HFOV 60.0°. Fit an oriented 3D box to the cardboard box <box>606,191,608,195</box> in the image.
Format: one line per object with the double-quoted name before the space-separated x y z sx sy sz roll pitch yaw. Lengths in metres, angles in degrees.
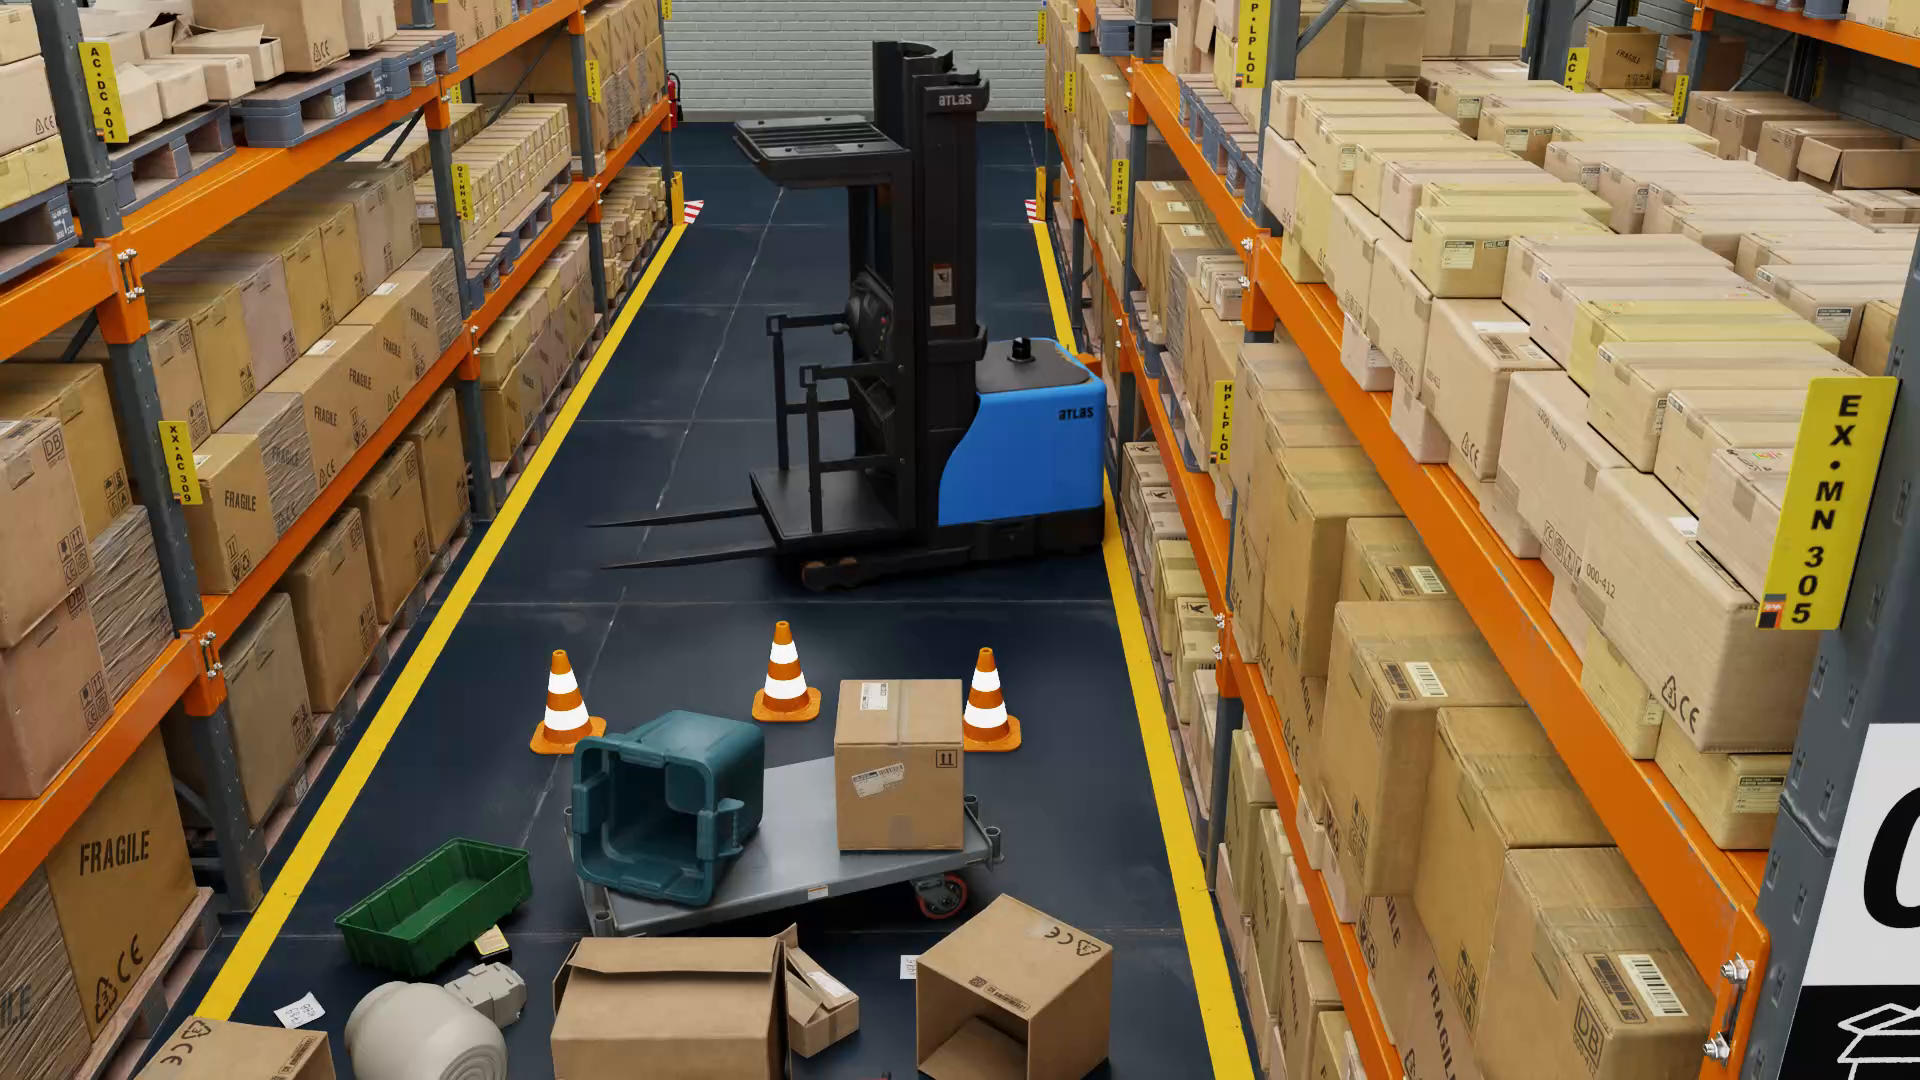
"cardboard box" -3.789 -3.603 17.165 0.380 0.149 0.250 1 24 2

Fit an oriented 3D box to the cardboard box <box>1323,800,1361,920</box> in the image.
"cardboard box" 1.314 0.712 4.553 0.500 0.500 0.500 0 24 0

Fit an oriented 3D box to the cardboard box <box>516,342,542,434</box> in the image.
"cardboard box" -3.212 -1.048 11.450 0.500 0.500 0.500 0 24 0

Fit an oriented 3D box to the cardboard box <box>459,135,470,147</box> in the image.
"cardboard box" -3.942 -2.979 12.630 0.380 0.149 0.250 0 24 1

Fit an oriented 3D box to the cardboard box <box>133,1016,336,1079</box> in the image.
"cardboard box" -2.364 1.925 5.383 0.500 0.500 0.500 4 25 9

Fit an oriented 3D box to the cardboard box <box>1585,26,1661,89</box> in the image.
"cardboard box" 6.126 -4.482 15.432 0.500 0.500 0.500 0 24 1

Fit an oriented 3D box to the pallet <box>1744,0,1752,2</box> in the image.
"pallet" 6.355 -4.244 12.581 1.213 0.211 1.003 0 24 -1

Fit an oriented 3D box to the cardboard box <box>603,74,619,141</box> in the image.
"cardboard box" -3.260 -3.734 14.384 0.500 0.500 0.500 0 24 -1

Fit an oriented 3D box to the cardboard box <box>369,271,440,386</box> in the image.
"cardboard box" -3.173 -1.151 9.034 0.500 0.500 0.500 0 24 -1

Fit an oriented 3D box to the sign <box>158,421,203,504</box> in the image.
"sign" -2.852 -0.281 6.085 0.100 0.325 0.005 0 24 -1

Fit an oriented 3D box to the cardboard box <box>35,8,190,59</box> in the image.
"cardboard box" -3.646 -2.132 7.160 0.500 0.311 0.500 -1 24 -2

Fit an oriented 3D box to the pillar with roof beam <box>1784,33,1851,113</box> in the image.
"pillar with roof beam" 3.007 -6.237 13.119 9.100 9.000 0.400 0 24 -1

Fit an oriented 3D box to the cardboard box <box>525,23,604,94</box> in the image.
"cardboard box" -3.256 -3.968 13.687 0.500 0.500 0.500 0 24 1

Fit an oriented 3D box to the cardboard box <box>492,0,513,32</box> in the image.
"cardboard box" -3.214 -3.556 10.712 0.500 0.500 0.500 0 24 -1

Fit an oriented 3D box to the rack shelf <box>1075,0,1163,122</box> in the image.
"rack shelf" 1.476 -3.423 11.410 1.077 0.370 4.000 0 24 -1

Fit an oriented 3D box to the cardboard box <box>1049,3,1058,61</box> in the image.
"cardboard box" 1.144 -4.945 16.209 0.500 0.500 0.500 -1 24 -2

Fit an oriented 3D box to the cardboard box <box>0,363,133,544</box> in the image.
"cardboard box" -3.437 -0.256 5.683 0.875 0.550 0.550 0 24 -1

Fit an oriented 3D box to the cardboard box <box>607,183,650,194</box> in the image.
"cardboard box" -3.264 -3.422 16.403 0.380 0.149 0.250 -1 24 -3

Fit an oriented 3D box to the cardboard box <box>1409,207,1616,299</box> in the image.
"cardboard box" 1.236 -0.648 3.741 0.380 0.149 0.250 0 24 1

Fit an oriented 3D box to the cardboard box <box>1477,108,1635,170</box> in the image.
"cardboard box" 1.756 -1.183 4.922 0.380 0.149 0.250 0 24 1

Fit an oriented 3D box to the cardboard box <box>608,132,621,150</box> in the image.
"cardboard box" -3.237 -3.580 14.829 0.380 0.149 0.250 0 24 0

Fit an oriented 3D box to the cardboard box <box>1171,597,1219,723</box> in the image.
"cardboard box" 1.522 0.582 8.002 0.950 0.372 0.625 1 24 3

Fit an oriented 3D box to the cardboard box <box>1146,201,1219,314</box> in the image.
"cardboard box" 1.284 -1.531 9.003 0.500 0.500 0.500 1 24 2

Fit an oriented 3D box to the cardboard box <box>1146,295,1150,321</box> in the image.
"cardboard box" 1.242 -1.272 9.218 0.380 0.149 0.250 -2 24 -4

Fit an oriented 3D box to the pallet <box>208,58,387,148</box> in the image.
"pallet" -3.375 -2.050 7.733 1.003 0.211 1.213 1 24 2

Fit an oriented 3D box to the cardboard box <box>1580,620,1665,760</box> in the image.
"cardboard box" 1.266 0.237 2.752 0.380 0.149 0.250 0 24 0

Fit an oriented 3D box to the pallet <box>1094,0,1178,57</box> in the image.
"pallet" 1.438 -3.105 10.065 1.213 0.211 1.003 1 24 2

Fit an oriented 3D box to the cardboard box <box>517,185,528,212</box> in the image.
"cardboard box" -3.272 -2.411 11.737 0.380 0.149 0.250 -1 24 -2

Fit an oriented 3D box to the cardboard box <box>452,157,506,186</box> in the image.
"cardboard box" -3.273 -2.467 11.139 0.380 0.149 0.250 1 24 2

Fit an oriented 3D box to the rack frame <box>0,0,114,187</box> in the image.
"rack frame" -3.407 -2.581 5.036 1.000 3.000 0.127 0 24 -1

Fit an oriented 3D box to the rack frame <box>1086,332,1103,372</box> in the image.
"rack frame" 0.865 -0.816 10.771 0.008 1.050 0.200 -11 24 -23

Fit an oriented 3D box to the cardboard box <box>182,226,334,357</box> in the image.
"cardboard box" -3.435 -1.181 7.887 0.700 0.500 0.500 0 24 -1

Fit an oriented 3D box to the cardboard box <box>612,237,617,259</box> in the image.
"cardboard box" -3.310 -2.638 15.032 0.380 0.149 0.250 -1 24 -3

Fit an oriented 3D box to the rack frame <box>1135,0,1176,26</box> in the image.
"rack frame" 1.498 -4.293 8.822 1.000 3.000 0.127 0 24 -1

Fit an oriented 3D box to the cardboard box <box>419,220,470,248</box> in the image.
"cardboard box" -3.255 -1.908 10.263 0.380 0.149 0.250 1 24 2

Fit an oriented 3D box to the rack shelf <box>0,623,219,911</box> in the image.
"rack shelf" -3.385 1.305 4.599 1.077 0.370 4.000 0 24 -1

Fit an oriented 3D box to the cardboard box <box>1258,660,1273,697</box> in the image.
"cardboard box" 1.279 0.438 5.946 0.380 0.149 0.250 0 24 1

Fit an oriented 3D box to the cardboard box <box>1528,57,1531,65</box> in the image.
"cardboard box" 6.110 -4.759 16.953 0.500 0.250 0.500 0 24 0

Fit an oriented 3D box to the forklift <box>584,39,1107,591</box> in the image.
"forklift" -0.701 -1.283 9.530 3.031 2.935 1.130 -7 25 -15

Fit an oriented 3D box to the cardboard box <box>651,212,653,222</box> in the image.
"cardboard box" -3.303 -3.254 16.754 0.380 0.149 0.250 0 24 -1

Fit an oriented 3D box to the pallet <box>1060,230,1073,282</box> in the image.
"pallet" 1.508 -2.755 16.085 1.003 0.211 1.213 0 24 -1

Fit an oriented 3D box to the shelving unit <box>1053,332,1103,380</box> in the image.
"shelving unit" 0.754 -0.795 10.725 0.252 1.050 0.215 -11 24 -23

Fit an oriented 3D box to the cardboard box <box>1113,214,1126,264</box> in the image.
"cardboard box" 1.239 -1.917 10.425 0.500 0.250 0.500 0 24 -1

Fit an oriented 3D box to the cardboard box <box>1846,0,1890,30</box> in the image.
"cardboard box" 6.201 -3.505 10.903 0.500 0.250 0.500 0 24 -1

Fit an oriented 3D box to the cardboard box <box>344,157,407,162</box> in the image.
"cardboard box" -3.921 -2.464 11.132 0.380 0.149 0.250 0 24 -1

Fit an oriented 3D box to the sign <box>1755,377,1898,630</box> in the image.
"sign" 1.030 -0.039 1.982 0.100 0.325 0.005 0 24 -1

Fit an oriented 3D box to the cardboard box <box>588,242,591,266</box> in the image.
"cardboard box" -3.291 -2.450 14.256 0.380 0.149 0.250 1 24 2

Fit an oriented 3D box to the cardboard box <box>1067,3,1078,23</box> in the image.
"cardboard box" 1.164 -4.758 15.009 0.380 0.149 0.250 0 24 -1

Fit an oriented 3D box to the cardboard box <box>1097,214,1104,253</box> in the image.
"cardboard box" 1.222 -2.116 11.471 0.500 0.250 0.500 0 24 -1

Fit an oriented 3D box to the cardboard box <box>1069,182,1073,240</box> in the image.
"cardboard box" 1.536 -3.231 16.354 0.875 0.438 0.875 0 24 1

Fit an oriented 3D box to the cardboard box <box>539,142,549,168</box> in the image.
"cardboard box" -3.281 -2.870 12.389 0.380 0.149 0.250 -1 24 -2

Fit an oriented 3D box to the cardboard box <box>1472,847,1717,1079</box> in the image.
"cardboard box" 1.361 0.891 2.945 0.700 0.500 0.500 -1 24 -2

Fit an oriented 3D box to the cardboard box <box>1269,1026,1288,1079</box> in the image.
"cardboard box" 1.304 1.833 5.384 0.500 0.250 0.500 -1 24 -1
